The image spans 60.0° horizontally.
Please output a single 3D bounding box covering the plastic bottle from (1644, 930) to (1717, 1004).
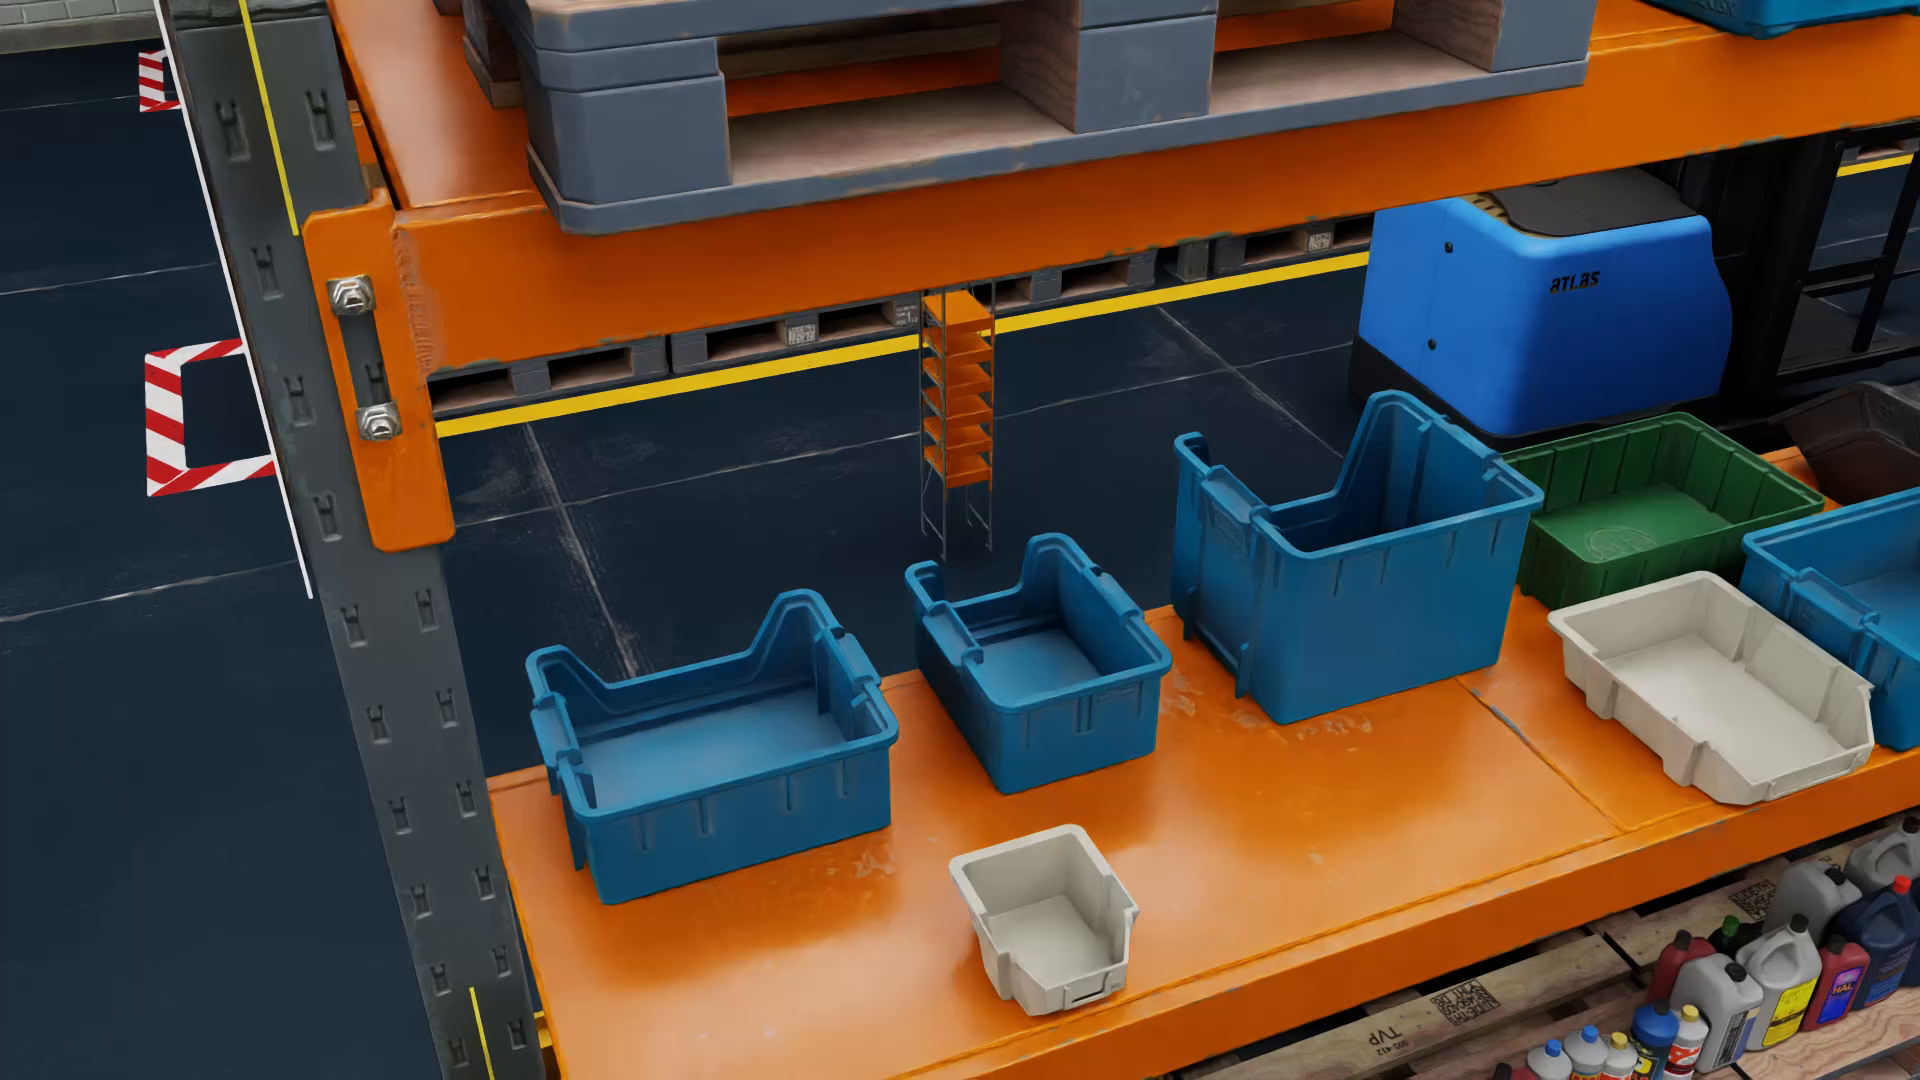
[{"bbox_3d":[1.734,1.038,3.992,0.133,0.283,0.061,-13,35,-19],"label":"plastic bottle"}]

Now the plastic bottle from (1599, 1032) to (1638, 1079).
[{"bbox_3d":[1.488,1.208,3.806,0.097,0.201,0.097,0,33,0],"label":"plastic bottle"}]

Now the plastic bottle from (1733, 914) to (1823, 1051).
[{"bbox_3d":[1.928,1.031,3.941,0.185,0.351,0.144,-13,35,-19],"label":"plastic bottle"}]

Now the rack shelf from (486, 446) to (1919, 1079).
[{"bbox_3d":[1.040,0.439,3.485,4.000,0.370,1.077,-13,35,-19],"label":"rack shelf"}]

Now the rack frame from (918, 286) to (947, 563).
[{"bbox_3d":[-0.098,-0.481,5.888,0.006,1.200,0.240,-13,35,-19],"label":"rack frame"}]

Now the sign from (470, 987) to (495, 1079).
[{"bbox_3d":[-0.595,0.721,2.138,0.005,0.325,0.100,-13,35,-19],"label":"sign"}]

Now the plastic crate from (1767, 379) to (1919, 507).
[{"bbox_3d":[2.353,-0.212,3.883,0.504,0.338,0.767,-13,35,-19],"label":"plastic crate"}]

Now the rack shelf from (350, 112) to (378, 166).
[{"bbox_3d":[-0.874,-2.053,7.314,4.000,0.370,1.077,-13,35,-19],"label":"rack shelf"}]

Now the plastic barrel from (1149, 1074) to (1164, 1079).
[{"bbox_3d":[0.236,1.143,3.639,0.421,0.512,0.421,0,33,0],"label":"plastic barrel"}]

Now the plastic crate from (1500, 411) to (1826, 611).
[{"bbox_3d":[1.524,-0.051,3.773,0.662,0.188,0.450,-13,35,-19],"label":"plastic crate"}]

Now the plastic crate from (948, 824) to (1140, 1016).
[{"bbox_3d":[0.146,0.643,2.753,0.250,0.136,0.298,-13,35,-19],"label":"plastic crate"}]

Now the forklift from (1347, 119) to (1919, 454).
[{"bbox_3d":[3.238,-1.896,6.476,3.031,2.935,1.130,-12,35,-17],"label":"forklift"}]

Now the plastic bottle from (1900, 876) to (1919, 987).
[{"bbox_3d":[2.402,0.922,4.108,0.185,0.351,0.144,-14,36,-20],"label":"plastic bottle"}]

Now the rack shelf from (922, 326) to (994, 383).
[{"bbox_3d":[-0.013,-0.664,5.811,0.180,0.103,0.258,-13,35,-19],"label":"rack shelf"}]

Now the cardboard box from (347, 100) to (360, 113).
[{"bbox_3d":[-2.282,-2.066,6.583,0.500,0.500,0.700,-13,35,-19],"label":"cardboard box"}]

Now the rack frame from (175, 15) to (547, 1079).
[{"bbox_3d":[-0.804,0.560,2.640,0.127,3.000,1.000,-13,35,-19],"label":"rack frame"}]

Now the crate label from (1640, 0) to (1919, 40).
[{"bbox_3d":[1.050,-0.864,2.214,0.408,0.251,0.502,-13,35,-19],"label":"crate label"}]

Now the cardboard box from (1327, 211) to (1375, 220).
[{"bbox_3d":[1.910,-1.868,8.506,0.500,0.250,0.500,-12,35,-18],"label":"cardboard box"}]

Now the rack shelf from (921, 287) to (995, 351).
[{"bbox_3d":[-0.013,-0.764,5.746,0.180,0.103,0.258,-13,35,-19],"label":"rack shelf"}]

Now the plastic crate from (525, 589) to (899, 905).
[{"bbox_3d":[-0.458,0.366,3.074,0.616,0.251,0.499,-13,35,-19],"label":"plastic crate"}]

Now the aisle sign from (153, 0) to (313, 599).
[{"bbox_3d":[-0.757,-0.368,1.681,0.004,0.787,0.394,-13,35,-19],"label":"aisle sign"}]

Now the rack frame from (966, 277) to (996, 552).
[{"bbox_3d":[0.071,-0.519,5.948,0.006,1.200,0.240,-13,35,-19],"label":"rack frame"}]

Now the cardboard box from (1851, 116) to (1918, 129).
[{"bbox_3d":[5.189,-2.710,9.553,0.500,0.500,0.500,-11,35,-17],"label":"cardboard box"}]

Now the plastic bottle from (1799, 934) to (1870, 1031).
[{"bbox_3d":[2.091,1.046,3.979,0.133,0.283,0.061,-11,35,-16],"label":"plastic bottle"}]

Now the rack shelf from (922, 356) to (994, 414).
[{"bbox_3d":[-0.013,-0.563,5.877,0.180,0.103,0.258,-13,35,-19],"label":"rack shelf"}]

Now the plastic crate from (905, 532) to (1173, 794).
[{"bbox_3d":[0.143,0.232,3.280,0.408,0.251,0.499,-13,35,-19],"label":"plastic crate"}]

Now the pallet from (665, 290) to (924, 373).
[{"bbox_3d":[-0.906,-1.201,7.903,1.213,0.211,1.003,-13,35,-19],"label":"pallet"}]

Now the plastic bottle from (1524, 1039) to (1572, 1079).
[{"bbox_3d":[1.305,1.220,3.722,0.097,0.271,0.097,0,33,0],"label":"plastic bottle"}]

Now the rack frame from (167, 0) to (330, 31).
[{"bbox_3d":[-0.804,-1.955,1.003,0.127,3.000,1.000,-13,35,-19],"label":"rack frame"}]

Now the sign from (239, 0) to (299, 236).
[{"bbox_3d":[-0.595,-0.424,1.393,0.005,0.325,0.100,-13,35,-19],"label":"sign"}]

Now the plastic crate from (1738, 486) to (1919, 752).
[{"bbox_3d":[1.969,0.148,3.409,0.616,0.251,0.499,-13,35,-19],"label":"plastic crate"}]

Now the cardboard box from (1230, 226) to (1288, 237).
[{"bbox_3d":[1.438,-1.761,8.342,0.500,0.250,0.500,-14,35,-20],"label":"cardboard box"}]

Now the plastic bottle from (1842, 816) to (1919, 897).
[{"bbox_3d":[2.346,0.849,4.220,0.185,0.351,0.144,-13,35,-19],"label":"plastic bottle"}]

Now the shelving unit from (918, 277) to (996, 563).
[{"bbox_3d":[-0.013,-0.500,5.918,0.189,1.200,0.258,-13,35,-19],"label":"shelving unit"}]

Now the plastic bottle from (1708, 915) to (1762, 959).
[{"bbox_3d":[1.864,1.013,4.030,0.133,0.283,0.061,-13,35,-19],"label":"plastic bottle"}]

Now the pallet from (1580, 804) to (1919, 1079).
[{"bbox_3d":[2.249,1.005,4.512,1.213,0.211,1.003,-13,35,-19],"label":"pallet"}]

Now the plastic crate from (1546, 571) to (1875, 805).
[{"bbox_3d":[1.485,0.296,3.287,0.437,0.136,0.530,-13,35,-19],"label":"plastic crate"}]

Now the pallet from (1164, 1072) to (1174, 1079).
[{"bbox_3d":[-0.001,1.520,3.721,1.213,0.211,1.003,-13,35,-19],"label":"pallet"}]

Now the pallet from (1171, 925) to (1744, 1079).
[{"bbox_3d":[1.123,1.264,4.113,1.213,0.211,1.003,-13,35,-19],"label":"pallet"}]

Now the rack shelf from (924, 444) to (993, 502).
[{"bbox_3d":[-0.013,-0.261,6.073,0.180,0.103,0.258,-13,35,-19],"label":"rack shelf"}]

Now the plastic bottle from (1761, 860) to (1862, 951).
[{"bbox_3d":[2.145,0.925,4.173,0.135,0.276,0.152,-13,35,-19],"label":"plastic bottle"}]

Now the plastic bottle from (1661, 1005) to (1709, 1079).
[{"bbox_3d":[1.678,1.164,3.873,0.097,0.201,0.097,0,33,0],"label":"plastic bottle"}]

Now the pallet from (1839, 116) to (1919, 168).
[{"bbox_3d":[5.362,-2.591,10.038,1.213,0.211,1.003,-13,35,-19],"label":"pallet"}]

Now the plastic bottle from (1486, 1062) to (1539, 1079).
[{"bbox_3d":[1.205,1.249,3.667,0.133,0.283,0.061,-12,35,-18],"label":"plastic bottle"}]

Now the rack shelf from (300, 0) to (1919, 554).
[{"bbox_3d":[1.040,-0.818,2.667,4.000,0.370,1.077,-13,35,-19],"label":"rack shelf"}]

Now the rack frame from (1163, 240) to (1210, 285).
[{"bbox_3d":[0.970,-2.777,7.767,0.127,3.000,1.000,-13,35,-19],"label":"rack frame"}]

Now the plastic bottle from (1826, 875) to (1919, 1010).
[{"bbox_3d":[2.225,0.962,4.046,0.185,0.351,0.144,-15,36,-21],"label":"plastic bottle"}]

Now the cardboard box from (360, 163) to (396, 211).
[{"bbox_3d":[-2.338,-1.533,7.304,0.500,0.500,0.500,-13,35,-19],"label":"cardboard box"}]

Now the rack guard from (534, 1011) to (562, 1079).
[{"bbox_3d":[-0.752,1.568,3.382,0.348,0.500,1.175,-13,35,-19],"label":"rack guard"}]

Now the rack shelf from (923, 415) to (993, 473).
[{"bbox_3d":[-0.013,-0.362,6.008,0.180,0.103,0.258,-13,35,-19],"label":"rack shelf"}]

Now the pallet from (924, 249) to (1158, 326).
[{"bbox_3d":[0.221,-1.461,8.302,1.213,0.211,1.003,-13,35,-19],"label":"pallet"}]

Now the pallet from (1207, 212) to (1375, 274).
[{"bbox_3d":[1.635,-1.783,8.797,1.213,0.211,1.003,-13,35,-19],"label":"pallet"}]

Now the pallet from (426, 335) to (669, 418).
[{"bbox_3d":[-2.029,-0.946,7.510,1.213,0.211,1.003,-13,35,-19],"label":"pallet"}]

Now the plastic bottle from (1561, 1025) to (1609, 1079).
[{"bbox_3d":[1.397,1.199,3.755,0.097,0.271,0.097,0,33,0],"label":"plastic bottle"}]

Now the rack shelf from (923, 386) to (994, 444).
[{"bbox_3d":[-0.013,-0.463,5.942,0.180,0.103,0.258,-13,35,-19],"label":"rack shelf"}]

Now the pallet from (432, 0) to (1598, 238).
[{"bbox_3d":[-0.003,-0.744,2.066,1.213,0.211,1.003,-13,35,-19],"label":"pallet"}]

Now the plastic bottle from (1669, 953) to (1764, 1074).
[{"bbox_3d":[1.776,1.094,3.912,0.135,0.276,0.152,-12,35,-18],"label":"plastic bottle"}]

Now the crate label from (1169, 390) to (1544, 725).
[{"bbox_3d":[0.789,0.020,3.436,0.616,0.435,0.502,-13,35,-19],"label":"crate label"}]

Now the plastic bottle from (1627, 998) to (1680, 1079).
[{"bbox_3d":[1.584,1.156,3.821,0.097,0.271,0.097,0,33,0],"label":"plastic bottle"}]
